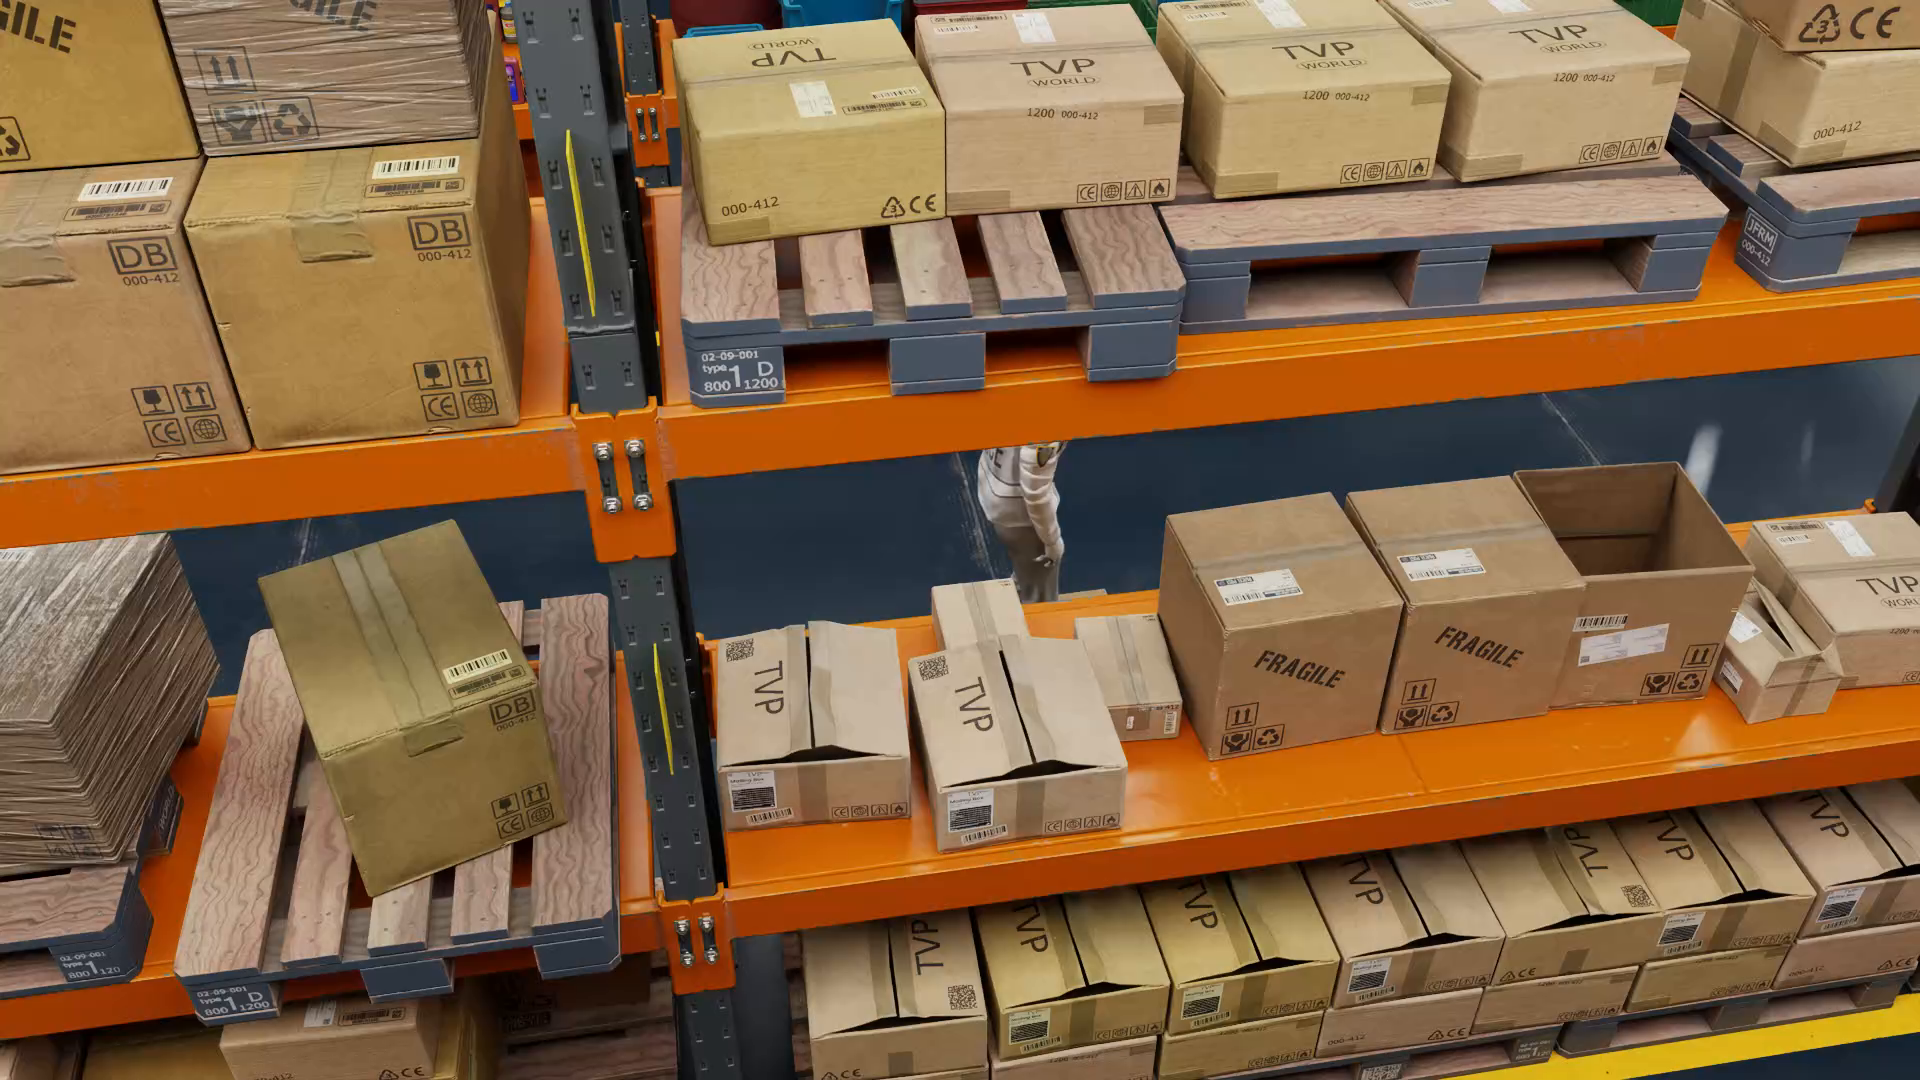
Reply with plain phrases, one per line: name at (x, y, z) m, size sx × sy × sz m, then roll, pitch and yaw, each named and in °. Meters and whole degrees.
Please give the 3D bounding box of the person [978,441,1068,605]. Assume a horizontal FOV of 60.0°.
person at (0.281, -0.131, 6.313) m, size 0.413 × 1.663 × 0.531 m, roll -8°, pitch 40°, yaw -10°
